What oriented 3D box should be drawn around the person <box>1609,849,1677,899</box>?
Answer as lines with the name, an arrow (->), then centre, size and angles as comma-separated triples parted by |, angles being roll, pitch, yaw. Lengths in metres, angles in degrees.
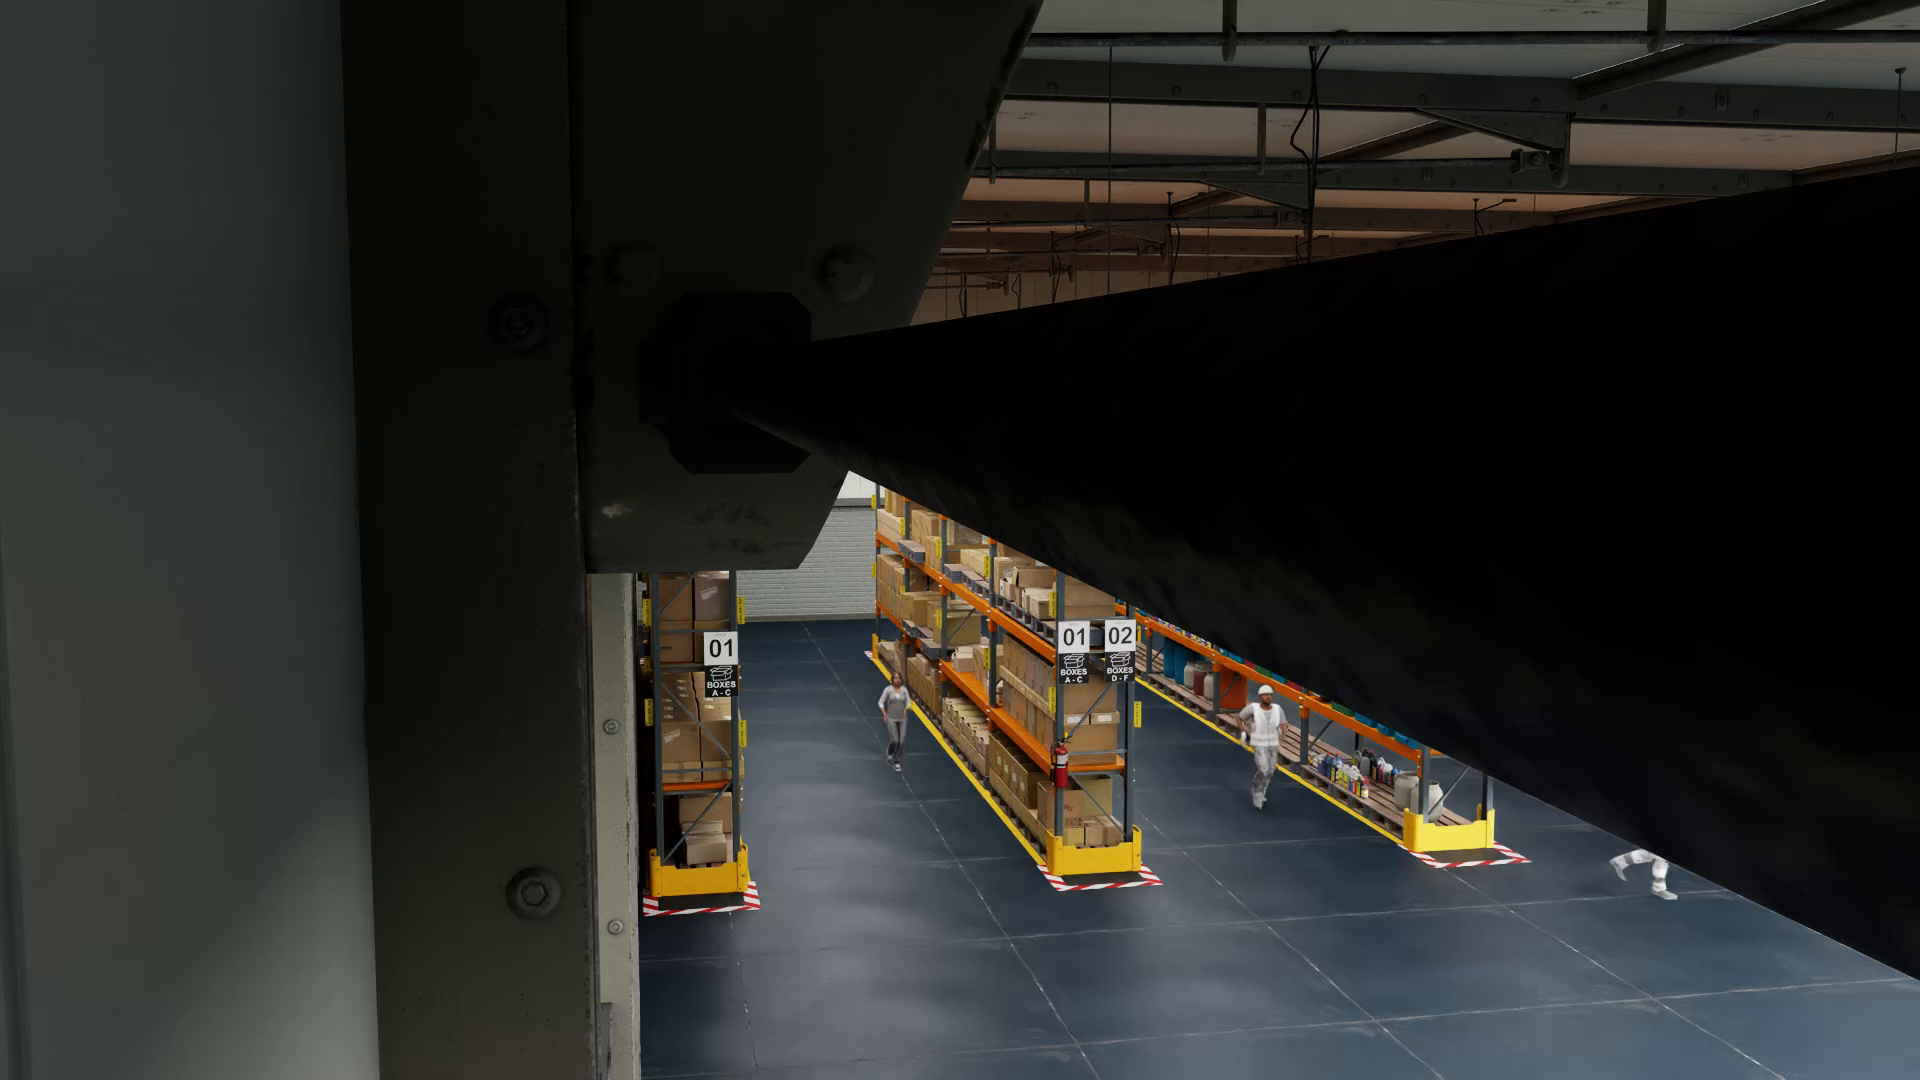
person -> 8.269, 3.410, 20.061 | 0.785, 1.767, 0.692 | 3, 6, 25

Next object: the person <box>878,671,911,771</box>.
person -> -0.991, 2.832, 25.891 | 0.503, 1.553, 0.495 | -2, 6, -14

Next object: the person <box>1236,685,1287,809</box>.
person -> 4.400, 2.984, 23.982 | 0.655, 1.786, 0.704 | -2, 6, -14
